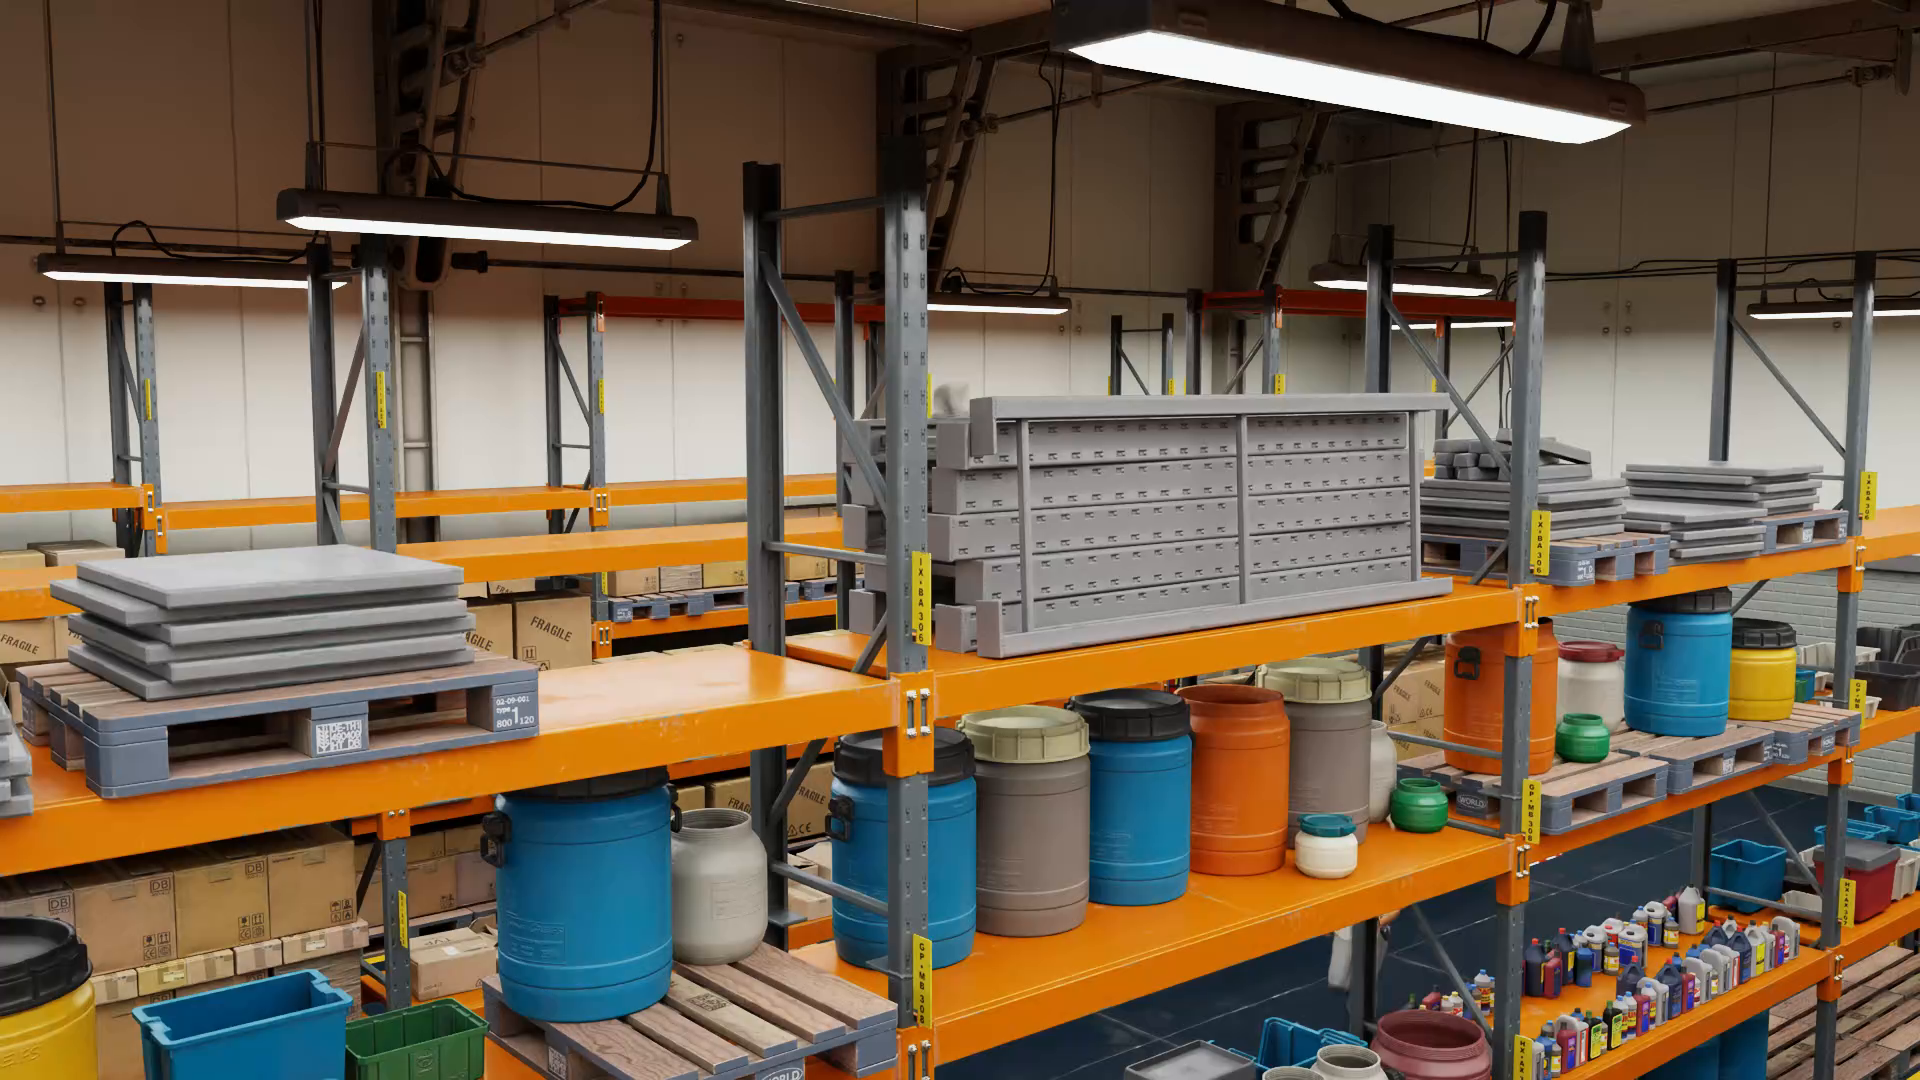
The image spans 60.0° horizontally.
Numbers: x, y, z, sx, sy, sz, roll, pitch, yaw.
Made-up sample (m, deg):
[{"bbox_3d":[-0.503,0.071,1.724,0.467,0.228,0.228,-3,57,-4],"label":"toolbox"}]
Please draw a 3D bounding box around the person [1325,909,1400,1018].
[{"bbox_3d":[3.132,3.113,13.040,0.611,1.625,0.546,4,7,36],"label":"person"}]
